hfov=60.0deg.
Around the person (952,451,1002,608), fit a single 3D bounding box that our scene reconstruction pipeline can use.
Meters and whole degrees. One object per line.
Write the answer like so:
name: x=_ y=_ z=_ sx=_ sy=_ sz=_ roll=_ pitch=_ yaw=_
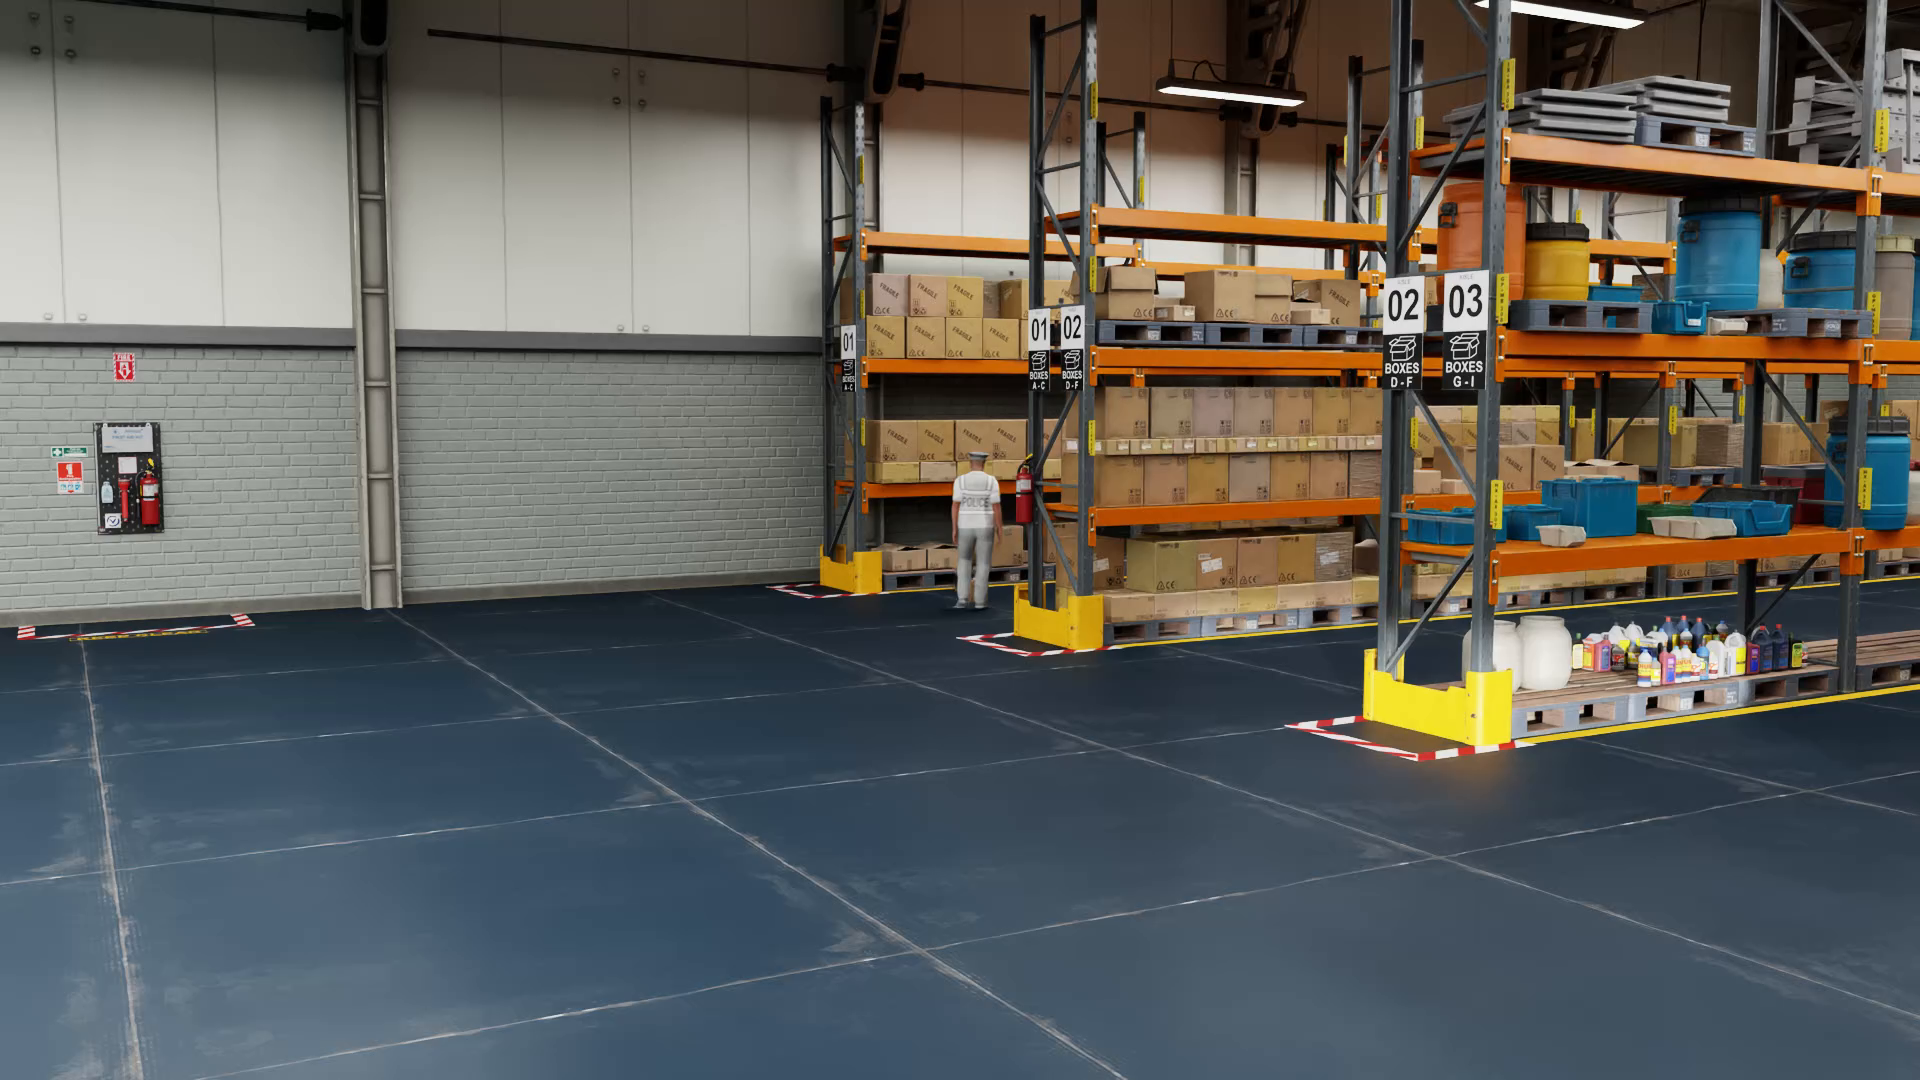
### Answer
person: x=0.195 y=-0.074 z=18.422 sx=0.556 sy=1.824 sz=0.465 roll=1 pitch=5 yaw=6
